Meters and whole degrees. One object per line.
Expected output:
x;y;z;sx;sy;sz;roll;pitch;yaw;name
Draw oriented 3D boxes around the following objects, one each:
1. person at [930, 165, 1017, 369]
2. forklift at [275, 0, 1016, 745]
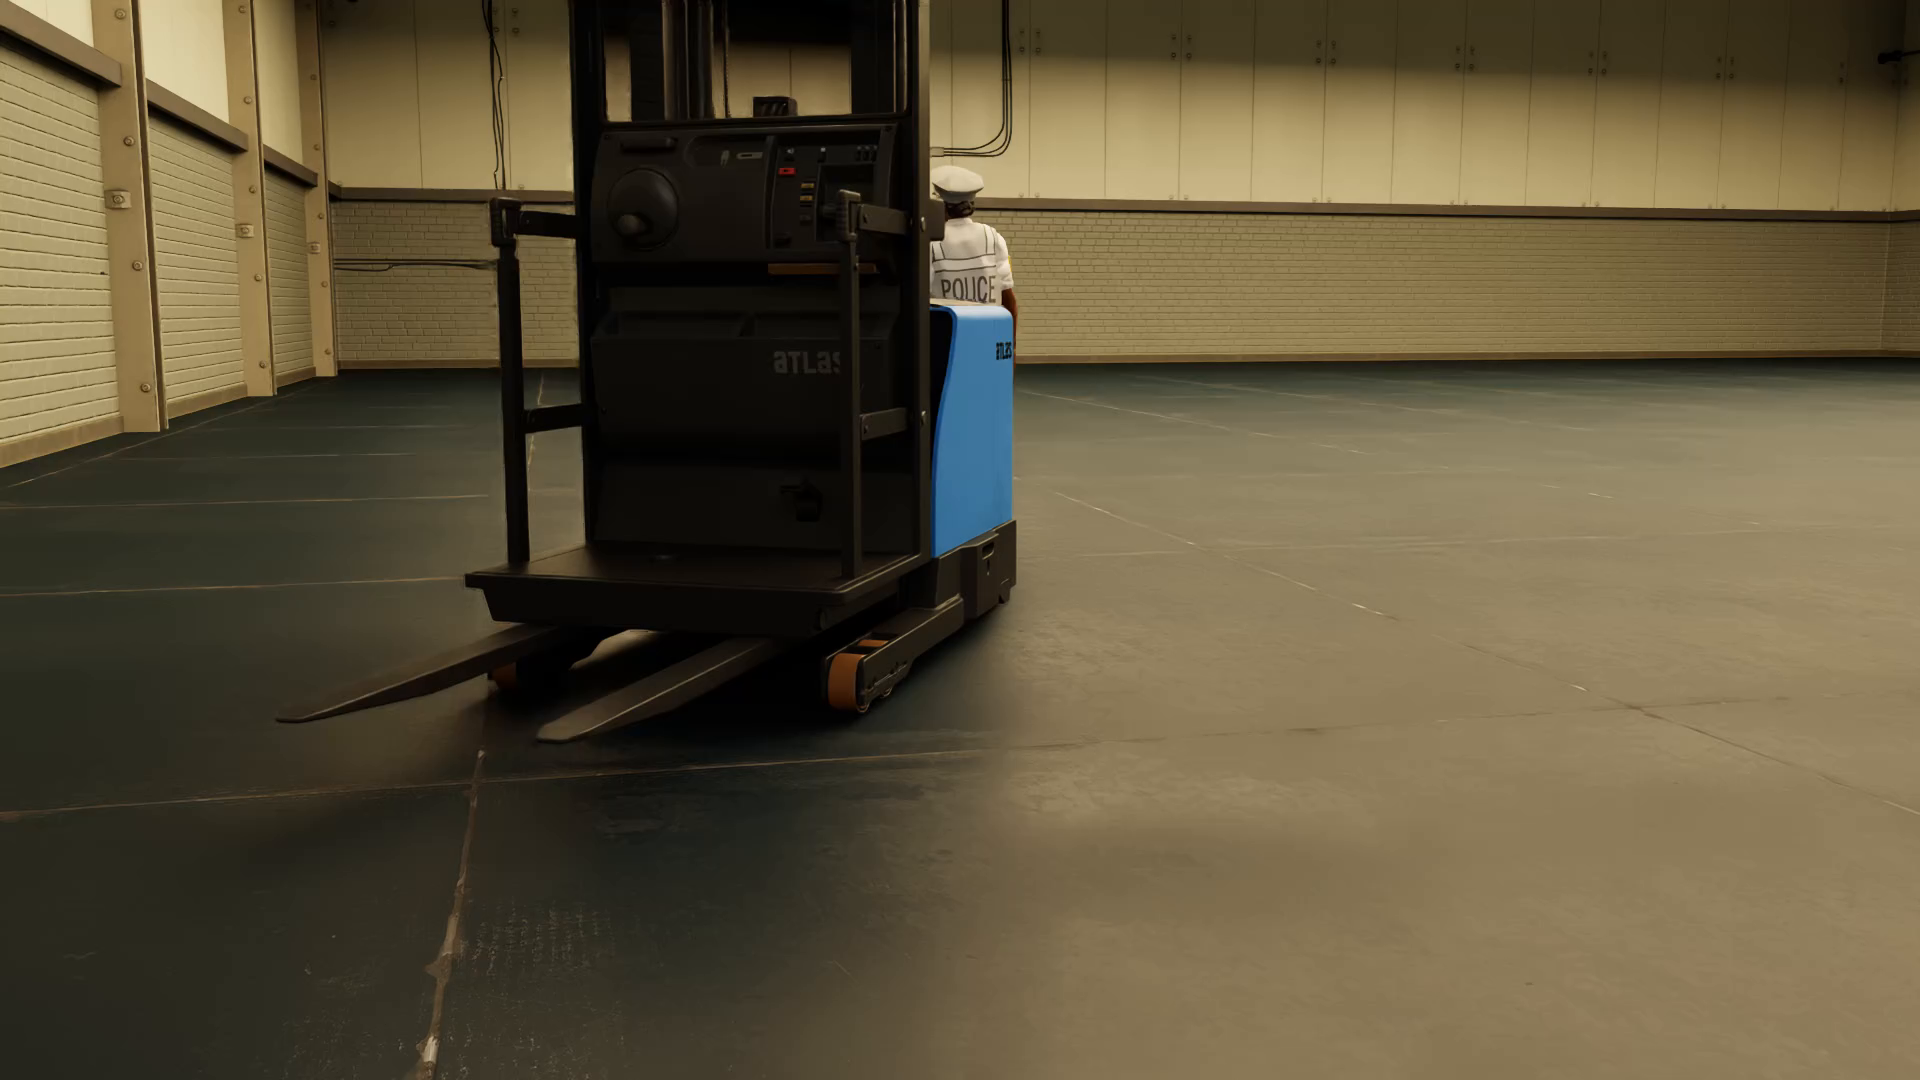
0.002;-0.857;7.666;0.569;1.695;0.528;-2;8;-13;person
-0.690;-1.049;4.630;1.130;2.935;3.031;2;8;16;forklift
